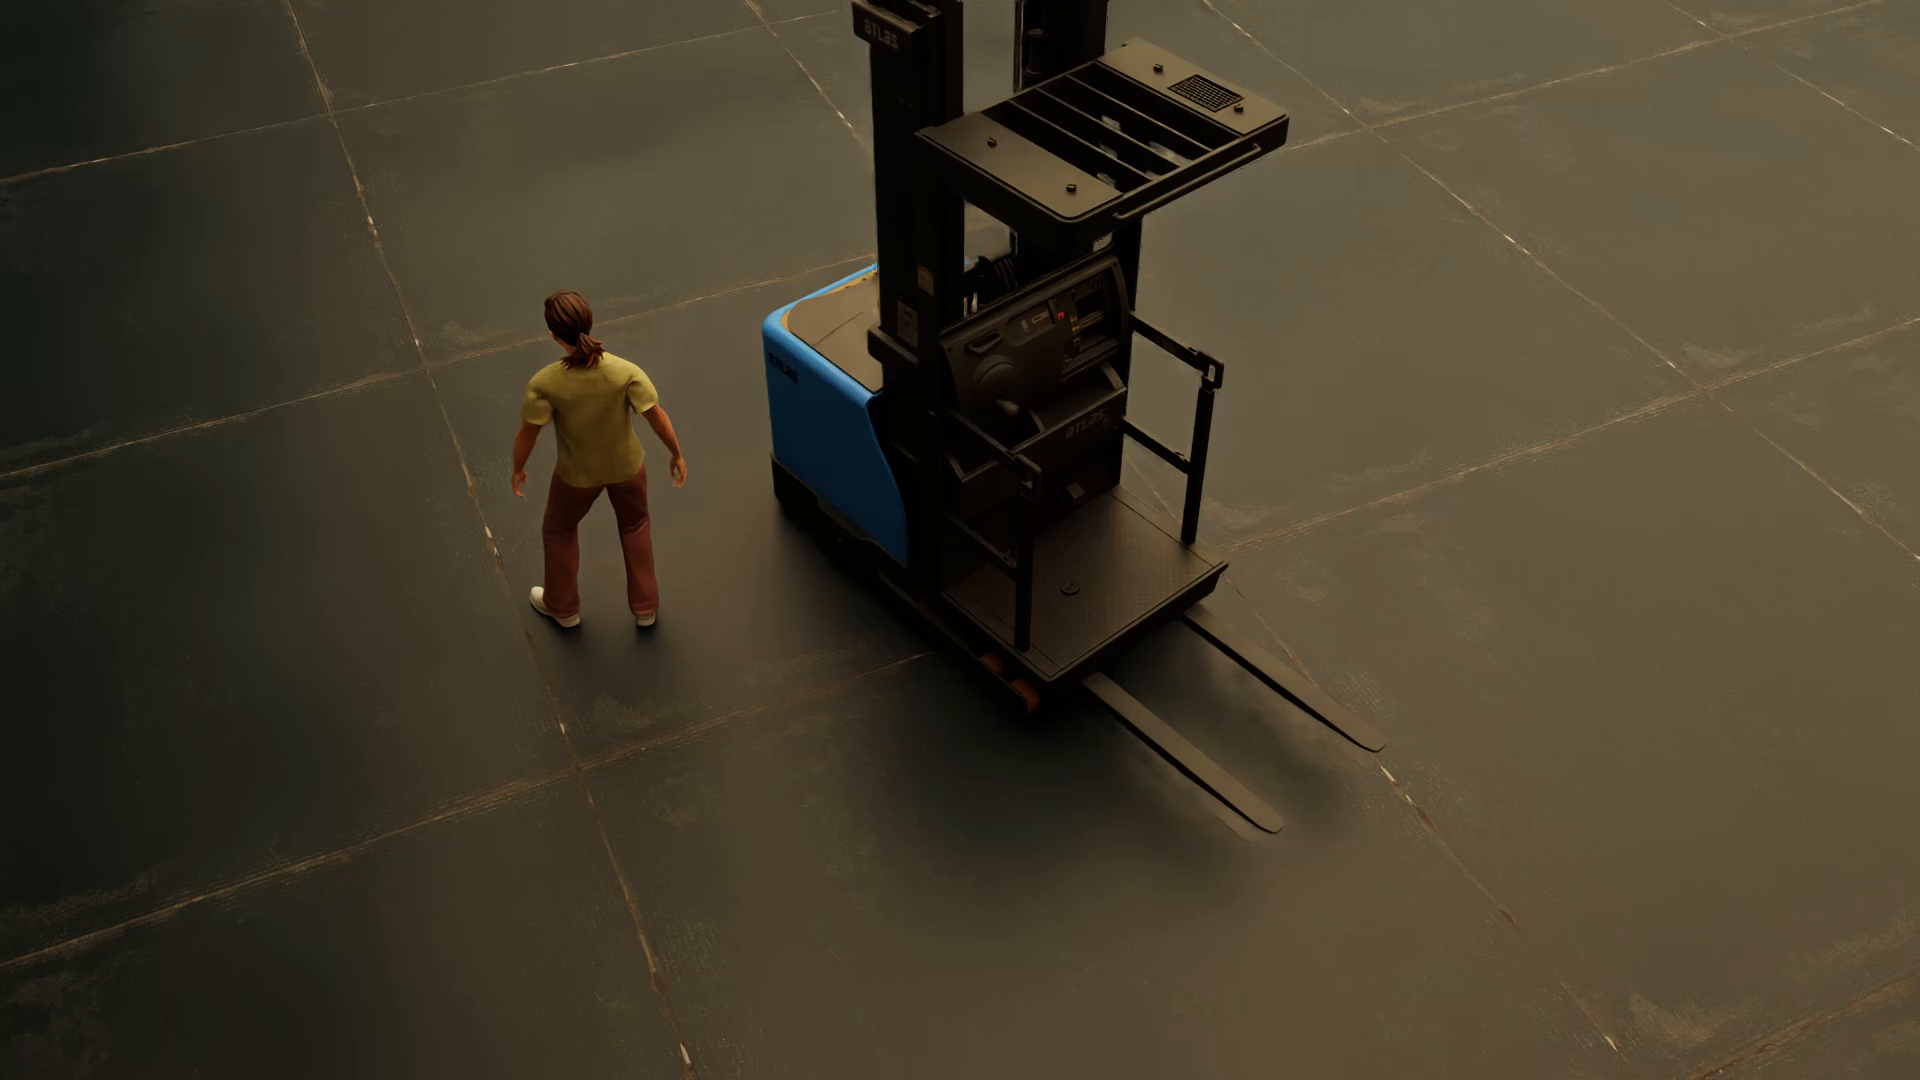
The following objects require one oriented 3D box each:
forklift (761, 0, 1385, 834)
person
[{"bbox_3d":[0.452,-0.722,6.454,1.130,2.935,3.031,-31,51,-29],"label":"forklift"},{"bbox_3d":[-1.540,-0.306,6.953,0.759,1.648,0.366,-12,44,-13],"label":"person"}]
